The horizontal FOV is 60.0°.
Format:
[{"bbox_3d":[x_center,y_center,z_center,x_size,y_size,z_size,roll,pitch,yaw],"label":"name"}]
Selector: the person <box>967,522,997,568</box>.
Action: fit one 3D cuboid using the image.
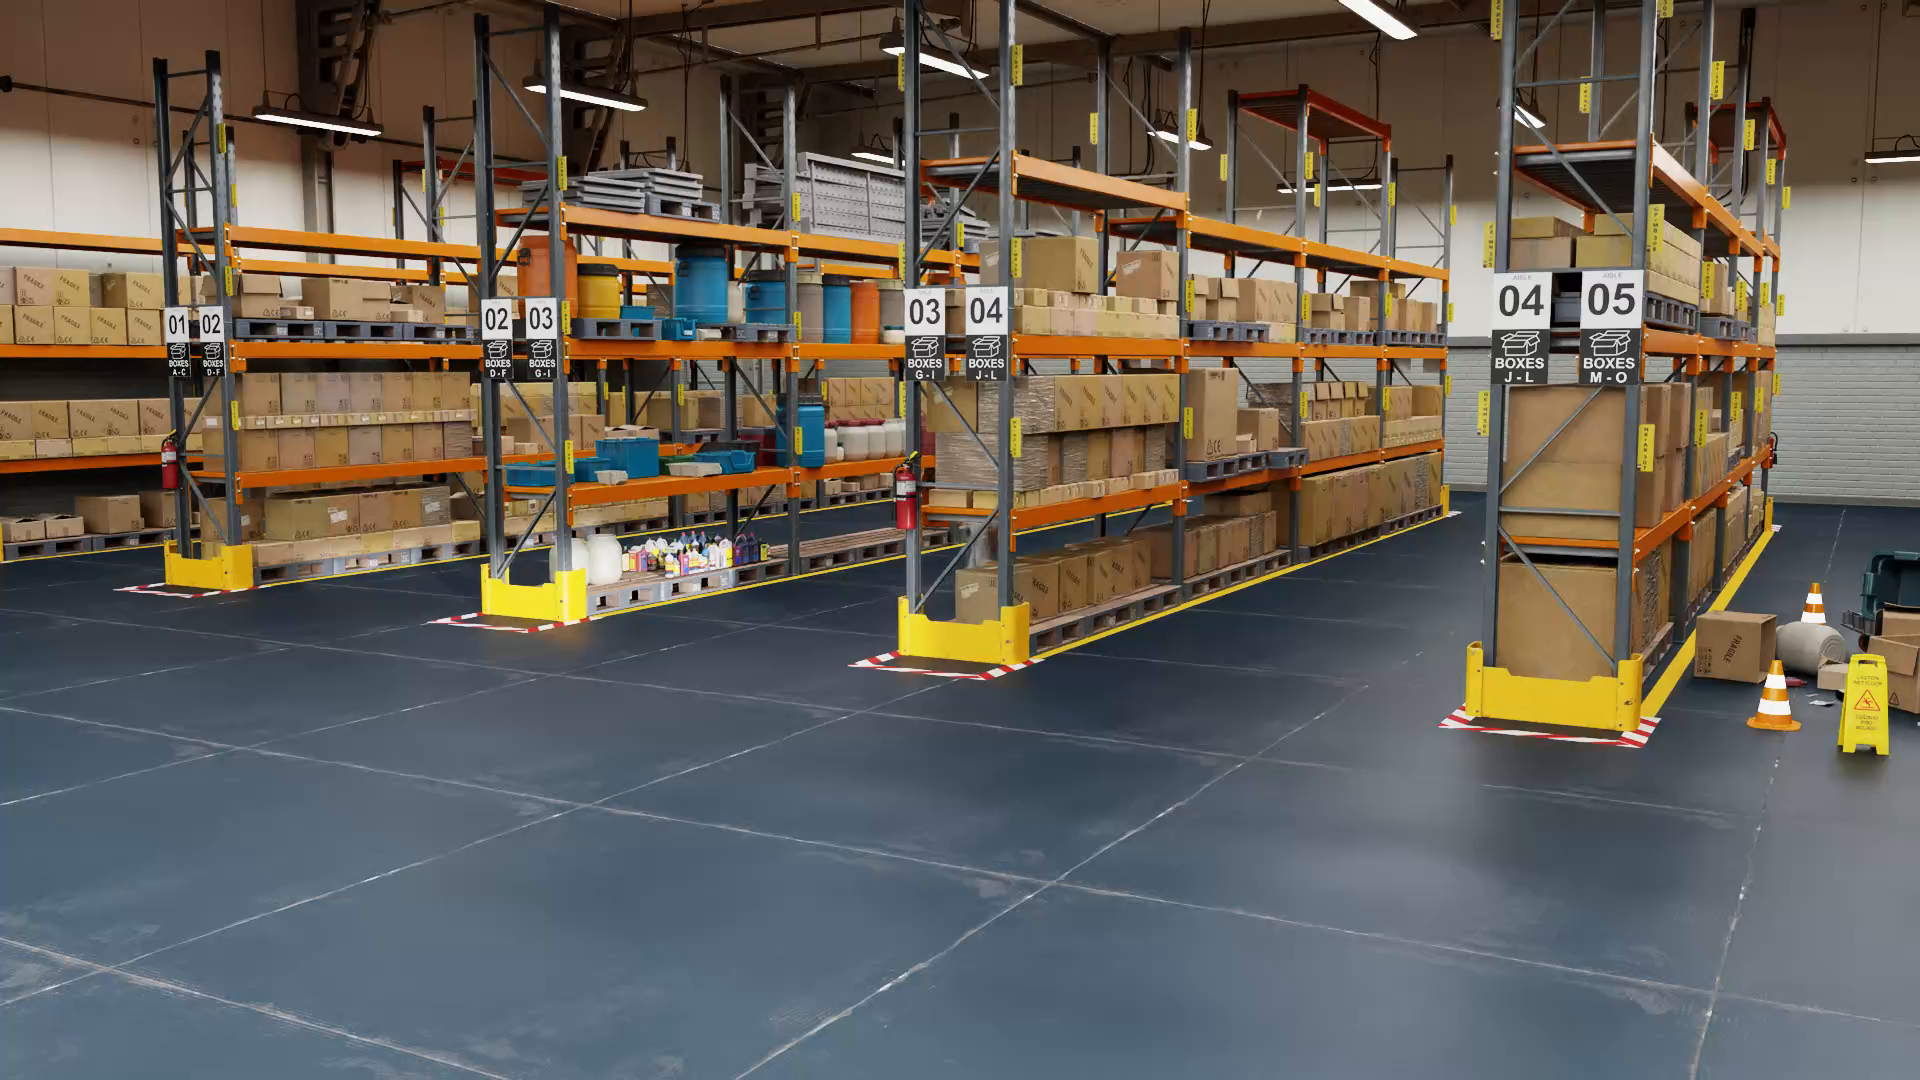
[{"bbox_3d":[0.282,-0.245,18.400,0.533,1.694,0.501,1,6,13],"label":"person"}]
